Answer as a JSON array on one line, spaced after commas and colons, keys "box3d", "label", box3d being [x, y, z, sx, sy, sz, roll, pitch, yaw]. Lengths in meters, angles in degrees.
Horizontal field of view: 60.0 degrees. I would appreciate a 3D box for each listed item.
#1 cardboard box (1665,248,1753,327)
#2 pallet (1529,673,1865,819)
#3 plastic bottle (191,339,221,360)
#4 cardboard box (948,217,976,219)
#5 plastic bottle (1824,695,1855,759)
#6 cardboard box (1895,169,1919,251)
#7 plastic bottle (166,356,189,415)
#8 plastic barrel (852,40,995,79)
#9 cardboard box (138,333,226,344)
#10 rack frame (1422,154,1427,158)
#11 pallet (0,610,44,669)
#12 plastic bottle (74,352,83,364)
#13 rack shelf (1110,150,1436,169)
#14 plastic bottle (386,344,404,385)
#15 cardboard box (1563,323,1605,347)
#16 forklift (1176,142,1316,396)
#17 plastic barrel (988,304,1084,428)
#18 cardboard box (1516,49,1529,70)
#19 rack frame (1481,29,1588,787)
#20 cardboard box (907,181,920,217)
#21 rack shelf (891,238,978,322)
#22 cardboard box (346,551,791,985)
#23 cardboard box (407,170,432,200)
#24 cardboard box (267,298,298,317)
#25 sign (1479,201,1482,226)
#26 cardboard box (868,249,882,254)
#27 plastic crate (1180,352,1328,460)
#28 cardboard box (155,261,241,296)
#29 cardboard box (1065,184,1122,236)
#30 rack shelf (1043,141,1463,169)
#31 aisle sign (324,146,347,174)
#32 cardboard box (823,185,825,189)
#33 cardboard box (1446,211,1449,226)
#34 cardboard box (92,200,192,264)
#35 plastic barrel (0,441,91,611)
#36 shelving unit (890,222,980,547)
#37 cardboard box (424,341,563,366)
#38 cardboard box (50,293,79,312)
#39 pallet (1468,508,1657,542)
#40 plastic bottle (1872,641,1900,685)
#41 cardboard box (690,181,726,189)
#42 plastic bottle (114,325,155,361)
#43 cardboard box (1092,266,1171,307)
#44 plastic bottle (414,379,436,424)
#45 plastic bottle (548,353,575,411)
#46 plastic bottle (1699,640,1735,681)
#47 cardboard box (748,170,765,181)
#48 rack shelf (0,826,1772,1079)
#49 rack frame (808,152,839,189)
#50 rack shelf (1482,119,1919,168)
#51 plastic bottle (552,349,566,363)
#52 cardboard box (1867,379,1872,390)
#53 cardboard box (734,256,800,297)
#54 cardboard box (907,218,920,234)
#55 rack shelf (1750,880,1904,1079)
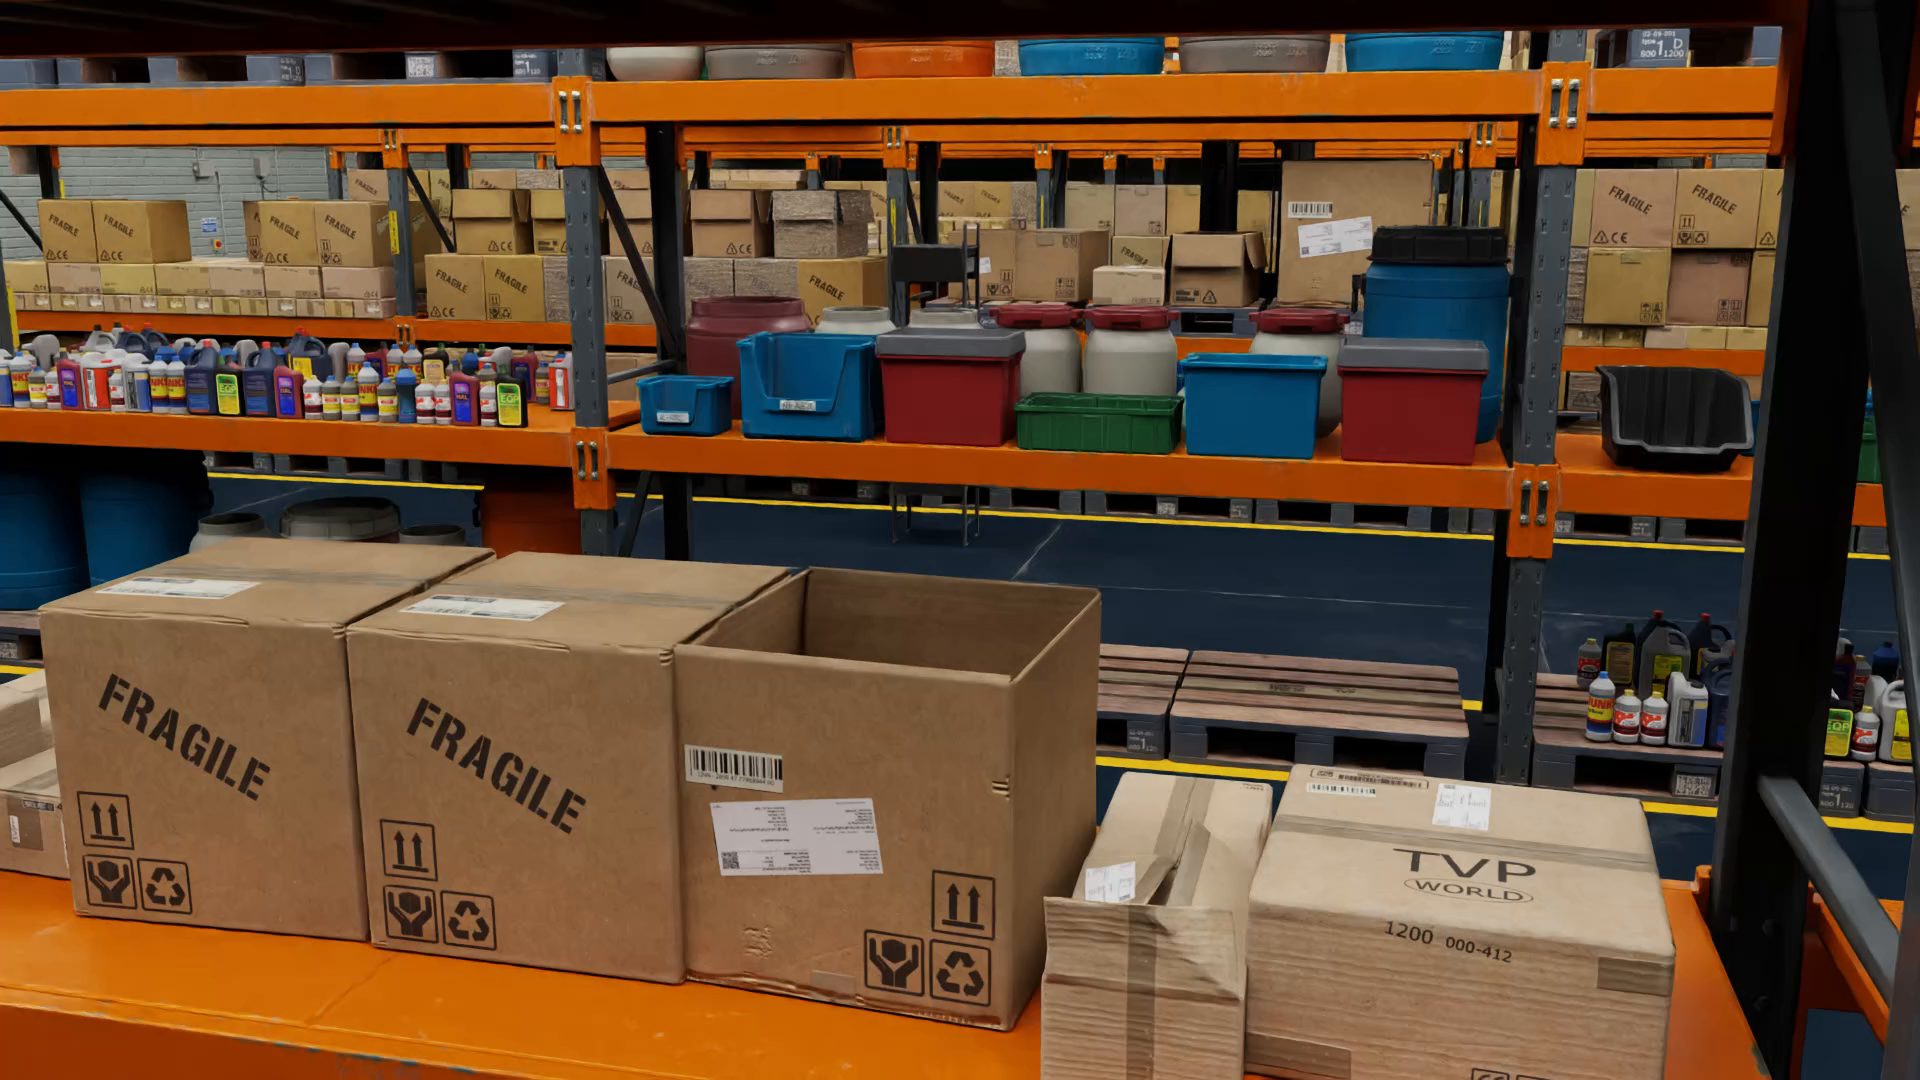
[{"box3d": [4.947, -1.730, 11.189, 0.500, 0.500, 0.875, 3, 13, 14], "label": "cardboard box"}, {"box3d": [2.994, 0.836, 6.979, 1.213, 0.211, 1.003, 3, 13, 14], "label": "pallet"}, {"box3d": [-3.980, -0.919, 8.737, 0.135, 0.276, 0.152, 3, 13, 14], "label": "plastic bottle"}, {"box3d": [0.041, -3.320, 17.512, 0.250, 0.149, 0.380, 3, 13, 13], "label": "cardboard box"}, {"box3d": [3.370, 0.699, 6.415, 0.133, 0.283, 0.061, 4, 13, 16], "label": "plastic bottle"}, {"box3d": [5.857, -2.113, 10.606, 0.500, 0.500, 0.500, 3, 13, 14], "label": "cardboard box"}, {"box3d": [-3.733, -0.740, 7.942, 0.097, 0.271, 0.097, 0, 13, 0], "label": "plastic bottle"}, {"box3d": [-0.152, -2.328, 6.886, 0.708, 0.830, 0.600, 3, 13, 14], "label": "plastic barrel"}, {"box3d": [-6.588, -1.337, 14.272, 0.875, 0.875, 0.875, 3, 13, 14], "label": "cardboard box"}, {"box3d": [7.098, -4.739, 25.666, 0.127, 3.000, 1.000, 3, 13, 14], "label": "rack frame"}, {"box3d": [-4.676, 0.426, 8.826, 1.213, 0.211, 1.003, 3, 13, 14], "label": "pallet"}, {"box3d": [-4.612, -0.889, 8.772, 0.097, 0.201, 0.097, 0, 13, 0], "label": "plastic bottle"}, {"box3d": [3.971, -4.911, 21.181, 4.000, 0.370, 1.077, 3, 13, 14], "label": "rack shelf"}, {"box3d": [-2.878, -0.864, 8.499, 0.097, 0.271, 0.097, 0, 13, 0], "label": "plastic bottle"}, {"box3d": [4.164, -1.391, 11.156, 0.250, 0.149, 0.380, 3, 13, 14], "label": "cardboard box"}, {"box3d": [2.718, -2.079, 13.836, 1.130, 2.935, 3.031, 11, 17, 41], "label": "forklift"}, {"box3d": [0.343, -0.792, 7.563, 0.433, 0.535, 0.433, 0, 13, 0], "label": "plastic barrel"}, {"box3d": [3.780, -3.115, 10.848, 0.250, 0.149, 0.380, 3, 13, 12], "label": "cardboard box"}, {"box3d": [2.352, -0.569, 6.873, 0.127, 3.000, 1.000, 3, 13, 14], "label": "rack frame"}, {"box3d": [-0.509, -4.516, 22.125, 0.500, 0.500, 0.500, 3, 13, 12], "label": "cardboard box"}, {"box3d": [-0.161, -1.704, 10.896, 0.480, 0.518, 0.431, 3, 13, 14], "label": "rack shelf"}, {"box3d": [-0.578, 0.327, 2.604, 0.500, 0.500, 0.500, 3, 13, 14], "label": "cardboard box"}, {"box3d": [-5.962, -3.849, 18.432, 0.500, 0.500, 0.500, 3, 13, 15], "label": "cardboard box"}, {"box3d": [-5.352, -1.890, 13.407, 0.250, 0.149, 0.380, 3, 13, 15], "label": "cardboard box"}, {"box3d": [3.409, -2.059, 10.915, 0.005, 0.325, 0.100, 3, 13, 14], "label": "sign"}, {"box3d": [-0.892, -2.935, 17.147, 0.250, 0.149, 0.380, 3, 13, 15], "label": "cardboard box"}, {"box3d": [1.206, -0.553, 6.838, 0.575, 0.384, 0.392, 3, 13, 14], "label": "plastic crate"}, {"box3d": [-6.210, -2.145, 13.637, 0.500, 0.250, 0.500, 3, 13, 12], "label": "cardboard box"}, {"box3d": [1.375, -3.367, 16.947, 0.500, 0.500, 0.700, 3, 13, 13], "label": "cardboard box"}, {"box3d": [2.883, -3.865, 16.466, 4.000, 0.370, 1.077, 3, 13, 14], "label": "rack shelf"}, {"box3d": [-6.968, -4.481, 18.503, 0.004, 0.787, 0.394, 3, 13, 14], "label": "aisle sign"}, {"box3d": [-2.051, -5.725, 28.041, 0.500, 0.500, 0.500, 3, 13, 12], "label": "cardboard box"}, {"box3d": [6.273, -3.807, 20.550, 0.500, 0.500, 0.500, 3, 13, 13], "label": "cardboard box"}, {"box3d": [-6.721, -2.538, 13.677, 0.500, 0.500, 0.500, 3, 13, 12], "label": "cardboard box"}, {"box3d": [-4.891, -0.133, 8.783, 0.708, 0.901, 0.600, 3, 13, 14], "label": "plastic barrel"}, {"box3d": [-0.161, -1.034, 11.045, 0.503, 2.100, 0.431, 3, 13, 14], "label": "shelving unit"}, {"box3d": [-3.602, -1.164, 13.493, 0.875, 0.875, 1.225, 3, 13, 14], "label": "cardboard box"}, {"box3d": [-7.348, -1.997, 13.888, 0.250, 0.149, 0.380, 3, 13, 12], "label": "cardboard box"}, {"box3d": [4.199, -0.222, 11.746, 1.213, 0.211, 1.003, 3, 13, 14], "label": "pallet"}, {"box3d": [3.923, 0.563, 7.056, 0.097, 0.271, 0.097, 0, 13, 0], "label": "plastic bottle"}, {"box3d": [-3.366, -4.666, 22.798, 0.500, 0.500, 0.500, 3, 13, 14], "label": "cardboard box"}, {"box3d": [-4.300, -0.941, 8.665, 0.185, 0.351, 0.144, 3, 13, 14], "label": "plastic bottle"}, {"box3d": [1.227, -1.815, 11.864, 0.500, 0.250, 0.500, 3, 13, 12], "label": "cardboard box"}, {"box3d": [-2.453, -0.638, 7.642, 0.097, 0.201, 0.097, 0, 13, 0], "label": "plastic bottle"}, {"box3d": [-1.911, -0.774, 8.086, 0.135, 0.276, 0.152, 3, 13, 14], "label": "plastic bottle"}, {"box3d": [3.221, 0.561, 7.052, 0.135, 0.276, 0.152, 3, 13, 14], "label": "plastic bottle"}, {"box3d": [-2.699, -4.964, 22.645, 0.250, 0.149, 0.380, 3, 13, 14], "label": "cardboard box"}, {"box3d": [-0.780, 0.720, 2.725, 4.000, 0.370, 1.077, 3, 13, 14], "label": "rack shelf"}, {"box3d": [-1.854, -4.110, 22.832, 0.127, 3.000, 1.000, 3, 13, 14], "label": "rack frame"}, {"box3d": [5.480, -2.620, 10.853, 4.000, 0.370, 1.077, 3, 13, 14], "label": "rack shelf"}, {"box3d": [-1.981, -0.816, 8.283, 0.097, 0.271, 0.097, 0, 13, 0], "label": "plastic bottle"}, {"box3d": [8.034, -1.630, 15.590, 0.875, 0.875, 0.875, 3, 13, 14], "label": "cardboard box"}, {"box3d": [-1.366, -1.868, 12.495, 0.500, 0.500, 0.500, 3, 13, 13], "label": "cardboard box"}, {"box3d": [-0.402, -3.198, 16.959, 0.250, 0.149, 0.380, 3, 13, 15], "label": "cardboard box"}, {"box3d": [3.103, 0.927, 1.789, 4.000, 0.370, 1.077, 3, 13, 14], "label": "rack shelf"}]
